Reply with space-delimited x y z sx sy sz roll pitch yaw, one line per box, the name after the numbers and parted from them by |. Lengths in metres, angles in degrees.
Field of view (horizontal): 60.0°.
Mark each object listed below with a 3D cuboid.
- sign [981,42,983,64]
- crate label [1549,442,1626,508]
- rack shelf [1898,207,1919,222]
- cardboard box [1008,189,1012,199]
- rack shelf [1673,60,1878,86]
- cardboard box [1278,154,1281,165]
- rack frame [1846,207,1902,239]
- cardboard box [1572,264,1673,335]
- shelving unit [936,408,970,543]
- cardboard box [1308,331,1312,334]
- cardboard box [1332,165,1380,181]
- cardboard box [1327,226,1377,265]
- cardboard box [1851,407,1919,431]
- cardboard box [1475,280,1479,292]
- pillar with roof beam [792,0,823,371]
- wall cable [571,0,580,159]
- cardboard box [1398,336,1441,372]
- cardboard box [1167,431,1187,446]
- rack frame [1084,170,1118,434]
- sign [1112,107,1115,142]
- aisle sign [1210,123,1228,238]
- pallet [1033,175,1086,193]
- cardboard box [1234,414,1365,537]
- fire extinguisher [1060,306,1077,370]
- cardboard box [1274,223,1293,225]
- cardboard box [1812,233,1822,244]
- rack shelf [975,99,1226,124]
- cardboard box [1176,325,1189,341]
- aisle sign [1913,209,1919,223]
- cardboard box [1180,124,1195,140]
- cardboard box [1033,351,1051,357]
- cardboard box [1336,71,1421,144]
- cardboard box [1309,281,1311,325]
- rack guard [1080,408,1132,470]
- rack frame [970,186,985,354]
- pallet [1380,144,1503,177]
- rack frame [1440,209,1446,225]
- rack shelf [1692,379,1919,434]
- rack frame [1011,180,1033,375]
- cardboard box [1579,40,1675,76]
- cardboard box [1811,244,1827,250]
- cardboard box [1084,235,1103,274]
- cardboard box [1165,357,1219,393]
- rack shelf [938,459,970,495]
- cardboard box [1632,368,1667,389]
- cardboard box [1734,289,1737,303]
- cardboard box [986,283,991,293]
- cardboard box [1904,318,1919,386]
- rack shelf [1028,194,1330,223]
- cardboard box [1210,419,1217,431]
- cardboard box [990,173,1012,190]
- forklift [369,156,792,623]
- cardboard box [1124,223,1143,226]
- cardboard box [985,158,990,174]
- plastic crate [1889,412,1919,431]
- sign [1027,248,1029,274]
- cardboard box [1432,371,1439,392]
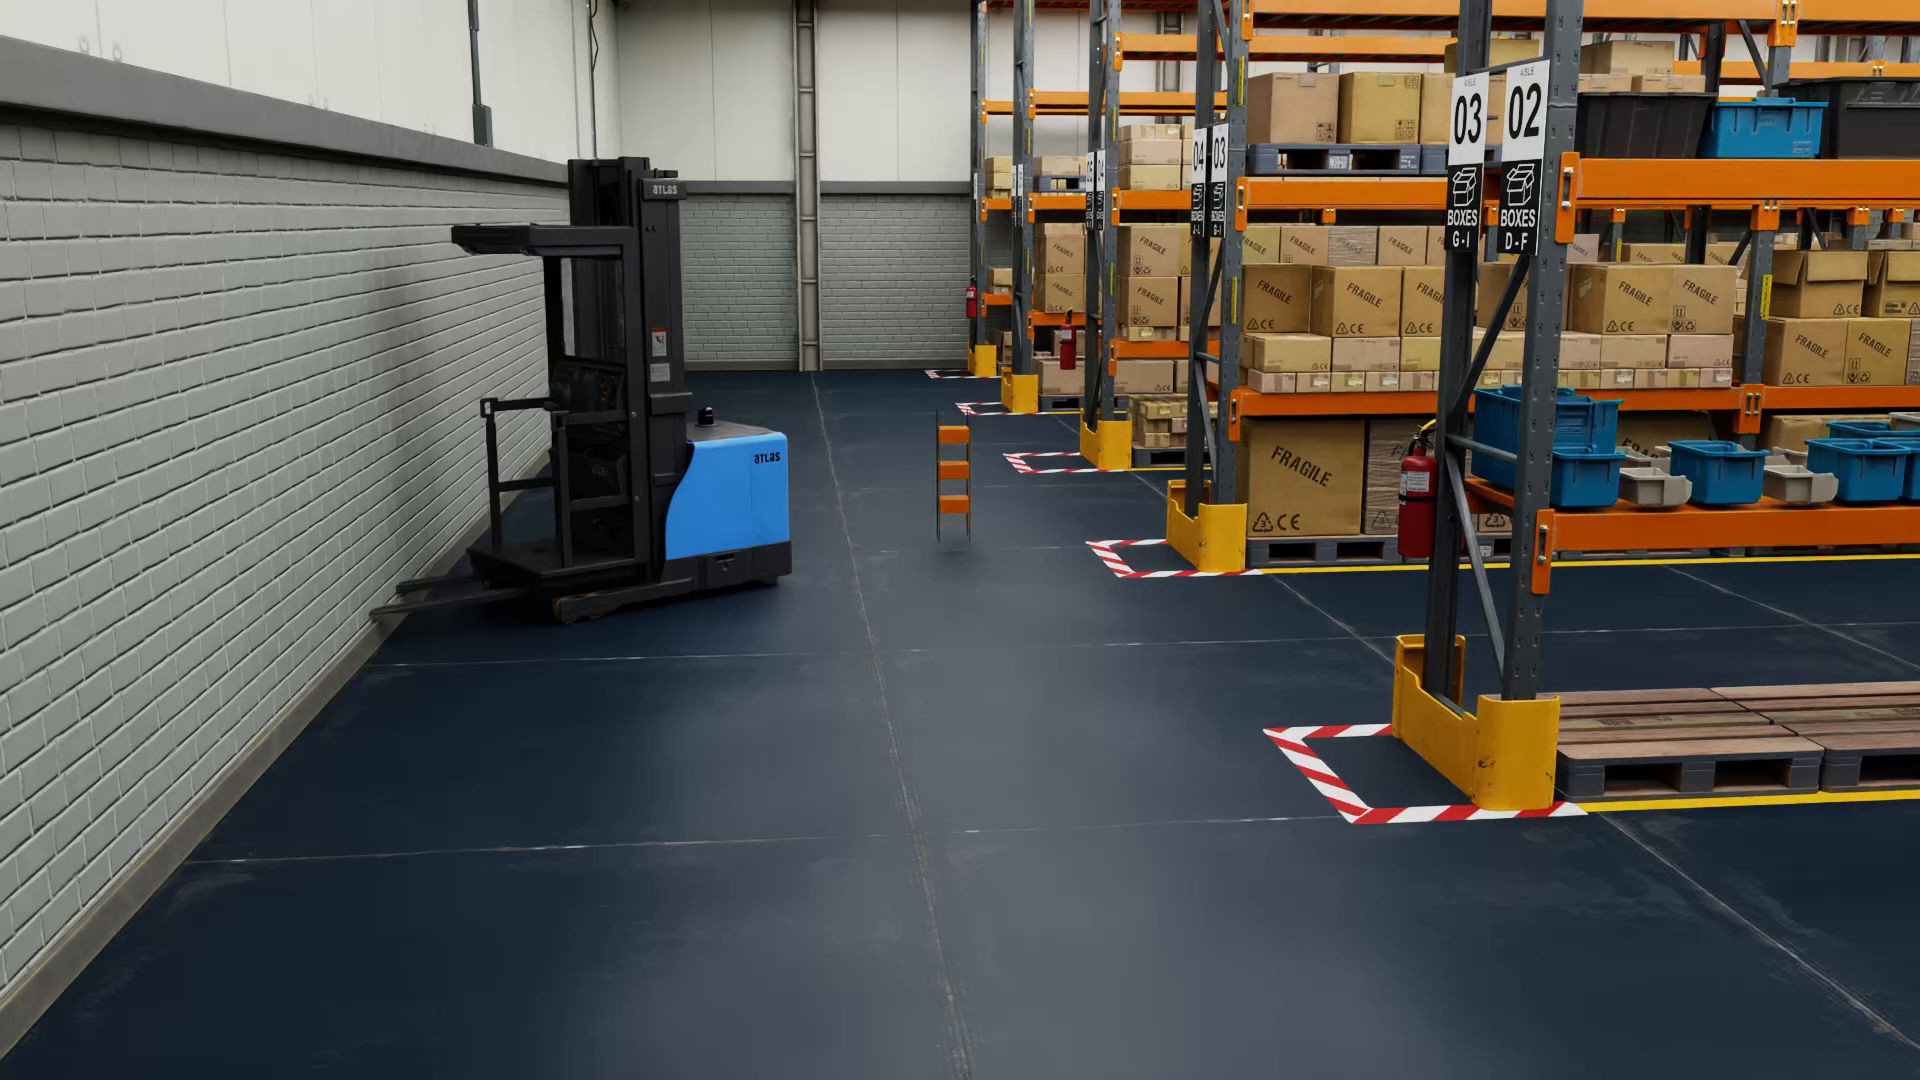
0.340 -7.536 25.746 0.005 0.325 0.100 -1 11 -6 | sign
2.707 -0.286 7.327 0.303 0.233 0.416 -1 11 -6 | crate label
14.739 -4.658 23.374 4.000 0.370 1.077 -1 11 -6 | rack shelf
0.881 -5.520 26.547 0.250 0.149 0.380 -1 11 -5 | cardboard box
7.421 -4.820 17.457 4.000 0.370 1.077 -1 11 -6 | rack shelf
2.943 -3.922 16.860 0.500 0.250 0.500 -1 11 -5 | cardboard box
12.751 -3.497 23.382 0.127 3.000 1.000 -1 11 -6 | rack frame
4.941 -1.800 12.422 0.500 0.500 0.500 -1 11 -5 | cardboard box
-0.053 -0.514 13.261 0.252 1.050 0.215 -1 11 -6 | shelving unit
2.849 -1.491 12.792 0.500 0.250 0.500 -1 11 -7 | cardboard box
3.971 -3.701 17.030 0.500 0.250 0.500 -1 11 -7 | cardboard box
3.971 -2.988 17.167 0.500 0.500 0.500 -1 11 -5 | cardboard box
7.390 -0.630 13.214 0.875 0.875 1.225 -2 11 -8 | cardboard box
6.788 -3.490 22.438 0.500 0.250 0.500 -2 11 -8 | cardboard box
-2.032 -6.434 22.767 0.400 9.000 9.100 -1 11 -6 | pillar with roof beam
-4.804 -6.019 20.654 0.029 3.000 0.463 -1 11 -6 | wall cable
3.414 -1.399 12.328 0.500 0.250 0.500 -2 11 -8 | cardboard box
2.263 -1.078 17.378 0.250 0.149 0.380 -1 11 -6 | cardboard box
1.456 -2.300 17.292 0.127 3.000 1.000 -1 11 -6 | rack frame
1.515 -4.097 16.389 0.005 0.325 0.100 -1 11 -6 | sign
1.852 -2.563 11.892 0.004 0.787 0.394 -1 11 -6 | aisle sign
1.557 -4.693 21.918 1.213 0.211 1.003 -1 11 -6 | pallet
2.519 -0.539 12.754 0.875 0.875 0.875 -1 11 -6 | cardboard box
1.156 -2.163 17.759 0.183 0.674 0.296 -1 11 -6 | fire extinguisher
4.252 -4.137 22.100 0.250 0.149 0.380 -1 11 -5 | cardboard box
11.633 -4.147 22.885 0.250 0.149 0.380 -2 11 -8 | cardboard box
2.270 -6.830 26.655 4.000 0.370 1.077 -1 11 -6 | rack shelf
2.335 -2.129 17.075 0.250 0.149 0.380 -2 11 -8 | cardboard box
16.285 -5.753 28.117 0.004 0.787 0.394 -1 11 -6 | aisle sign
2.336 -4.096 16.710 0.250 0.149 0.380 -1 11 -6 | cardboard box
1.326 -3.002 27.166 0.250 0.149 0.380 -2 11 -8 | cardboard box
2.975 -3.133 12.144 0.500 0.500 0.700 -2 11 -8 | cardboard box
3.456 -2.487 17.213 0.500 0.500 0.500 -1 11 -8 | cardboard box
1.532 -1.075 17.542 0.348 0.500 1.175 -1 11 -6 | rack guard
0.281 -4.199 26.952 0.127 3.000 1.000 -1 11 -6 | rack frame
3.843 -2.819 12.384 1.213 0.211 1.003 -1 11 -6 | pallet
8.234 -4.366 27.800 0.127 3.000 1.000 -1 11 -6 | rack frame
7.856 -1.119 13.148 4.000 0.370 1.077 -1 11 -6 | rack shelf
0.821 -3.247 22.110 0.127 3.000 1.000 -1 11 -6 | rack frame
4.932 -3.556 12.352 0.500 0.250 0.500 -2 11 -10 | cardboard box
11.824 -3.834 22.976 0.500 0.500 0.500 -1 11 -6 | cardboard box
1.842 -3.755 21.839 0.500 0.500 0.500 -2 11 -8 | cardboard box
3.272 -2.268 22.684 0.875 0.438 0.875 -2 11 -8 | cardboard box
-0.053 -0.504 13.263 0.240 0.259 0.215 -1 11 -6 | rack shelf
5.089 -1.227 12.485 0.250 0.149 0.380 -1 11 -7 | cardboard box
7.944 -2.576 17.488 0.250 0.149 0.380 -1 11 -6 | cardboard box
0.582 -4.134 27.273 0.250 0.149 0.380 -1 11 -7 | cardboard box
7.349 -1.462 12.769 0.500 0.500 0.500 -1 11 -7 | cardboard box
2.809 -4.408 22.102 4.000 0.370 1.077 -1 11 -6 | rack shelf
2.517 -1.232 17.389 0.250 0.149 0.380 -1 11 -5 | cardboard box
0.752 -5.700 26.429 0.500 0.250 0.500 -1 11 -7 | cardboard box
-2.635 -1.017 10.943 3.031 2.935 1.130 -10 15 -40 | forklift
2.243 -4.087 21.847 0.250 0.149 0.380 -1 11 -6 | cardboard box
0.693 -6.051 26.919 0.500 0.250 0.500 -2 11 -8 | cardboard box
4.865 -0.455 8.059 0.530 0.282 0.437 -1 11 -6 | plastic crate
0.875 -3.604 21.477 0.005 0.325 0.100 -1 11 -6 | sign
3.558 -1.195 12.322 0.250 0.149 0.380 -1 11 -7 | cardboard box
